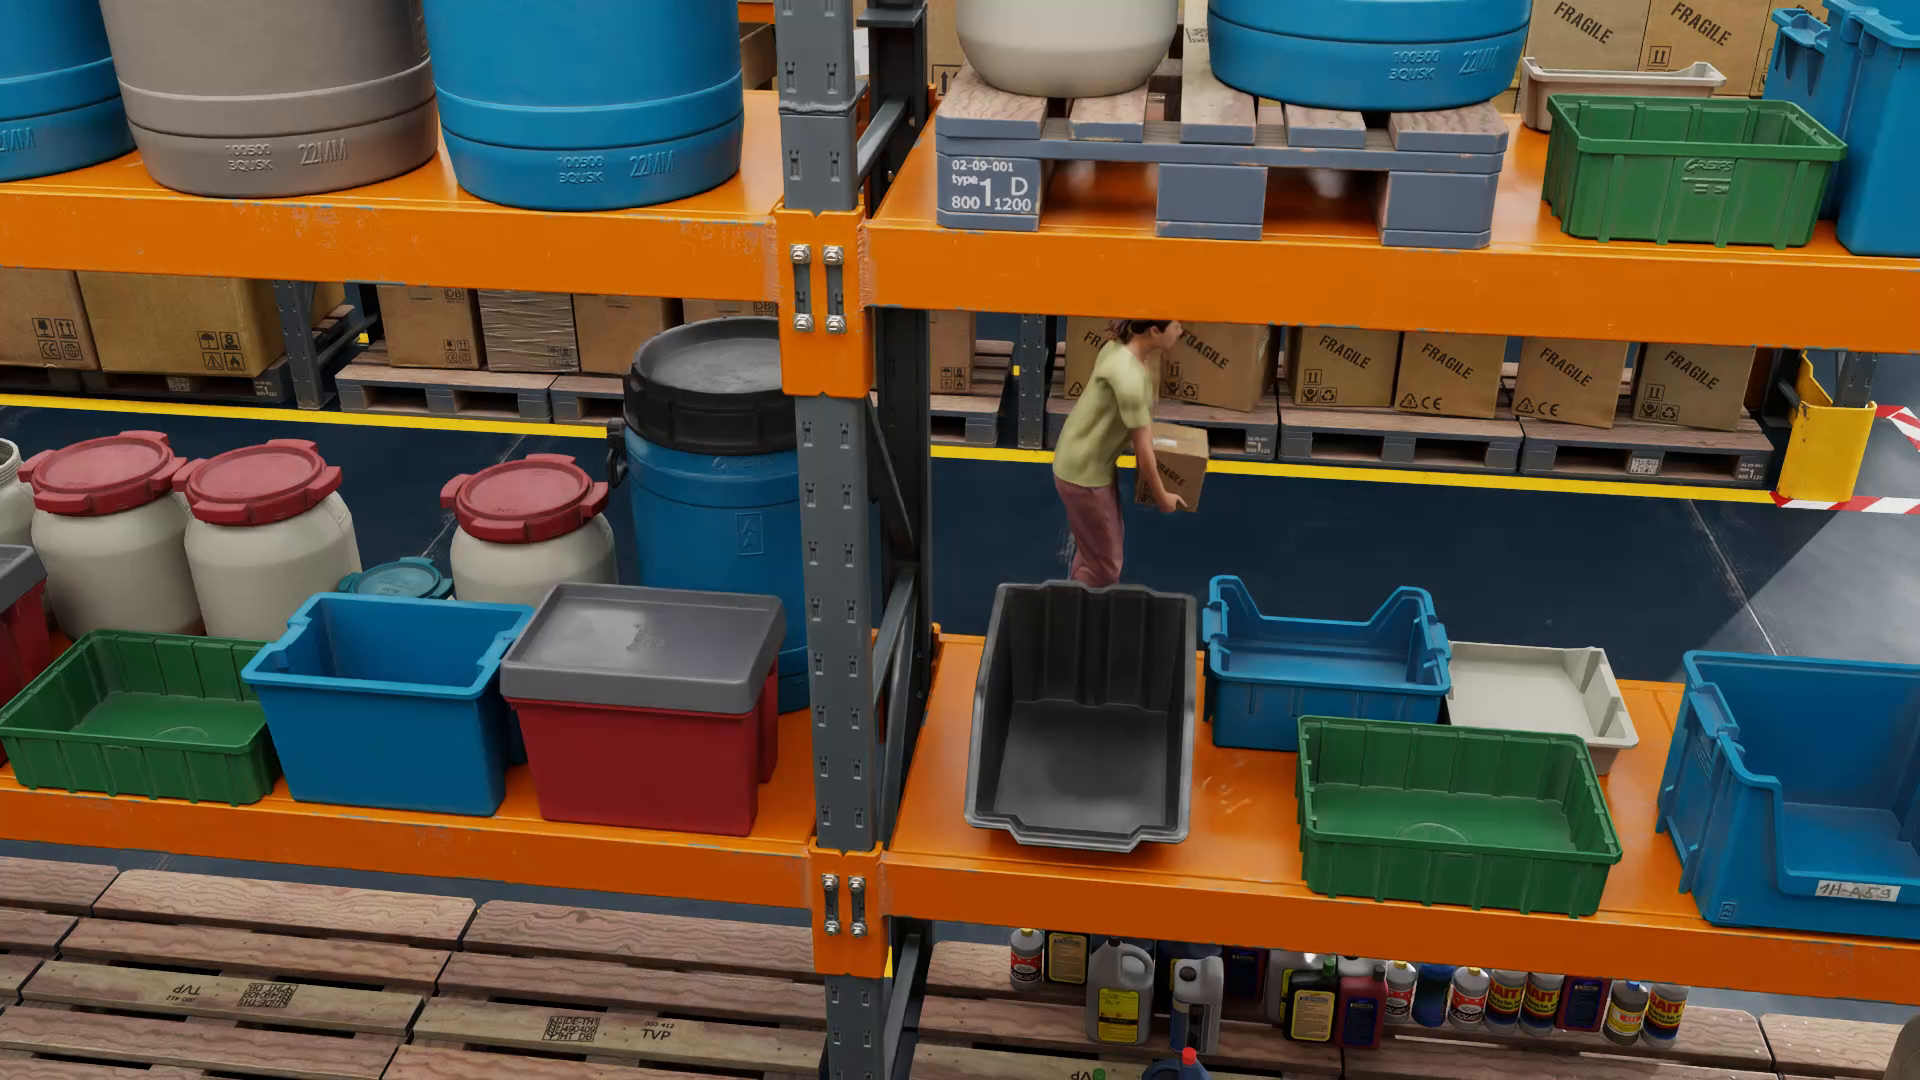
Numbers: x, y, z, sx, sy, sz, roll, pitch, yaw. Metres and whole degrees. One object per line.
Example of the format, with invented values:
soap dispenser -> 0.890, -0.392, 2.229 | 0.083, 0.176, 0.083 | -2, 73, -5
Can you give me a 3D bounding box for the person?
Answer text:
person -> 0.639, -0.249, 6.642 | 0.541, 1.625, 0.407 | 3, 29, 5
